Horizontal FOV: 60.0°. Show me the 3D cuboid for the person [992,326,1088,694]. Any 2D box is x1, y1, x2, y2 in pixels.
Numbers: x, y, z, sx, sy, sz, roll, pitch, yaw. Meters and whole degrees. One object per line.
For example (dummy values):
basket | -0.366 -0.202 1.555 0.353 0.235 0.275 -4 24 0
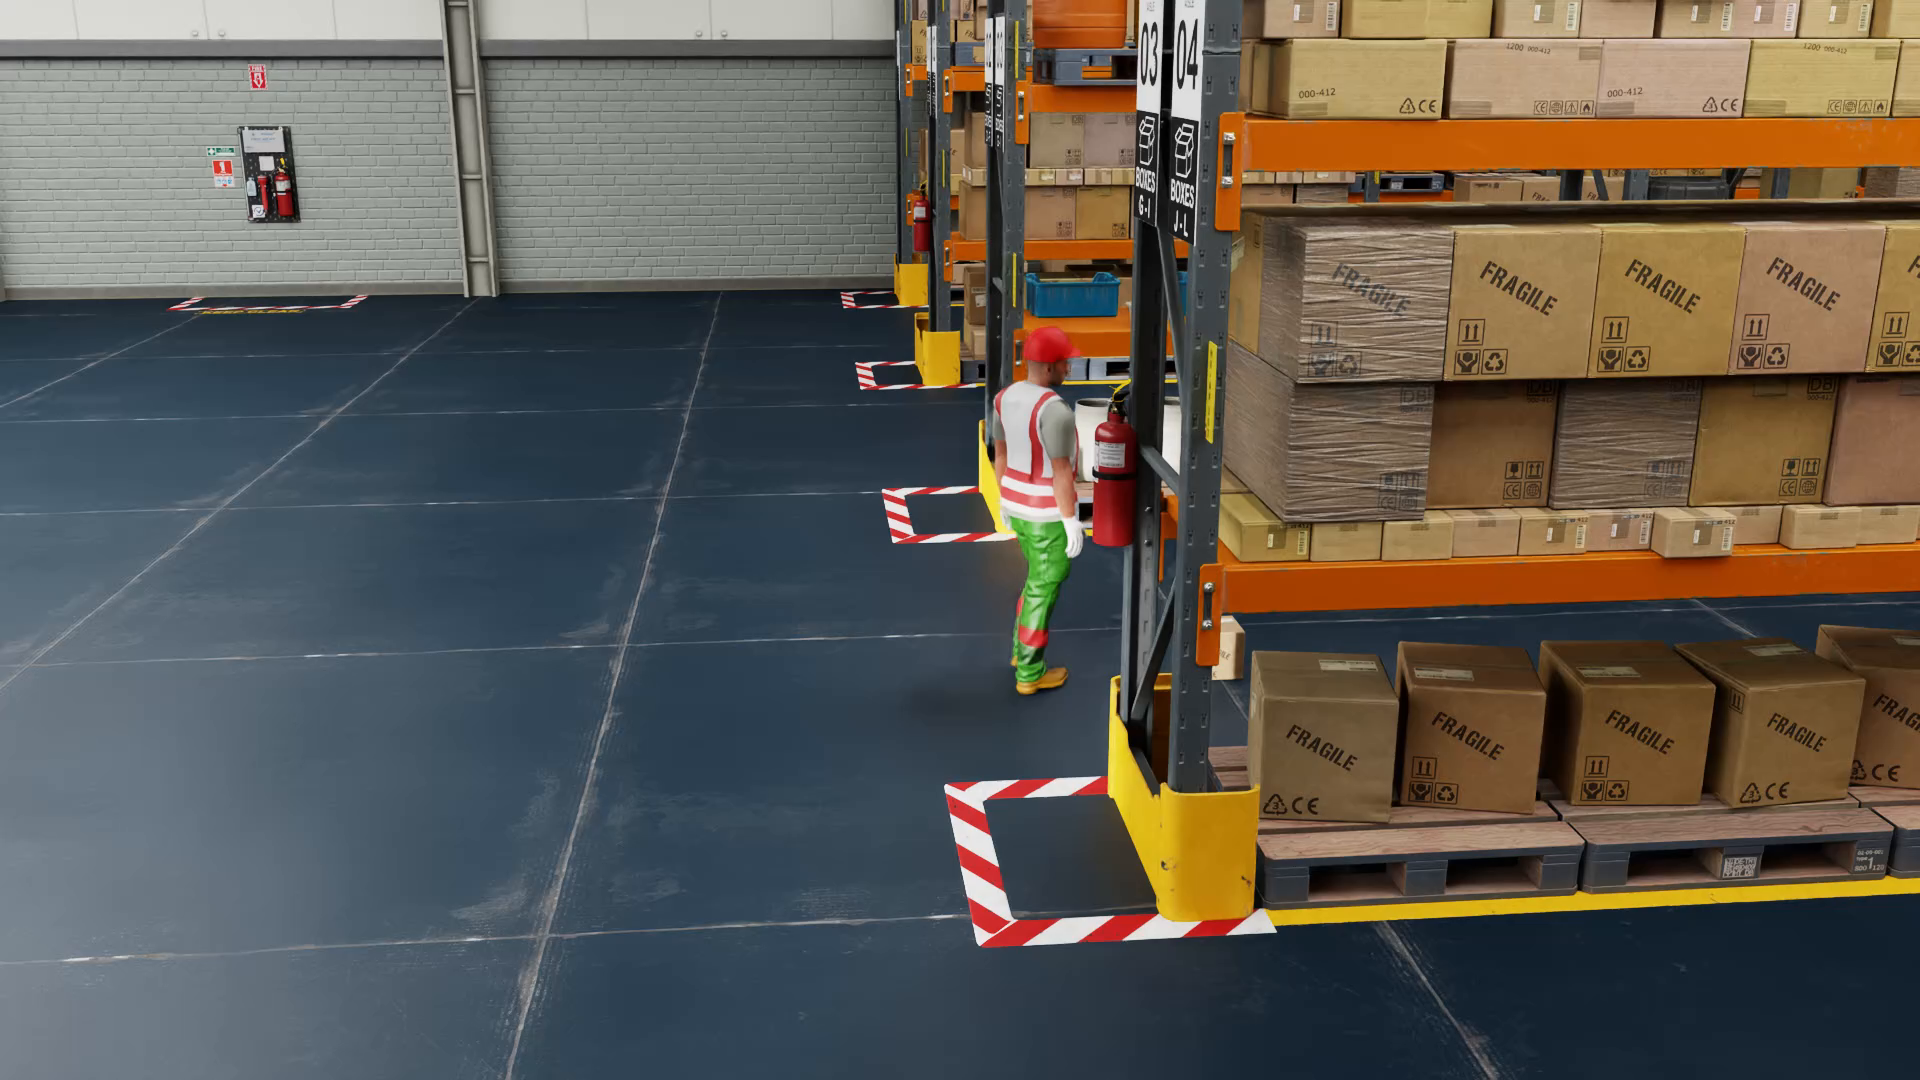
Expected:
person | 0.410 -0.118 7.941 0.398 1.827 0.580 -11 20 -32
